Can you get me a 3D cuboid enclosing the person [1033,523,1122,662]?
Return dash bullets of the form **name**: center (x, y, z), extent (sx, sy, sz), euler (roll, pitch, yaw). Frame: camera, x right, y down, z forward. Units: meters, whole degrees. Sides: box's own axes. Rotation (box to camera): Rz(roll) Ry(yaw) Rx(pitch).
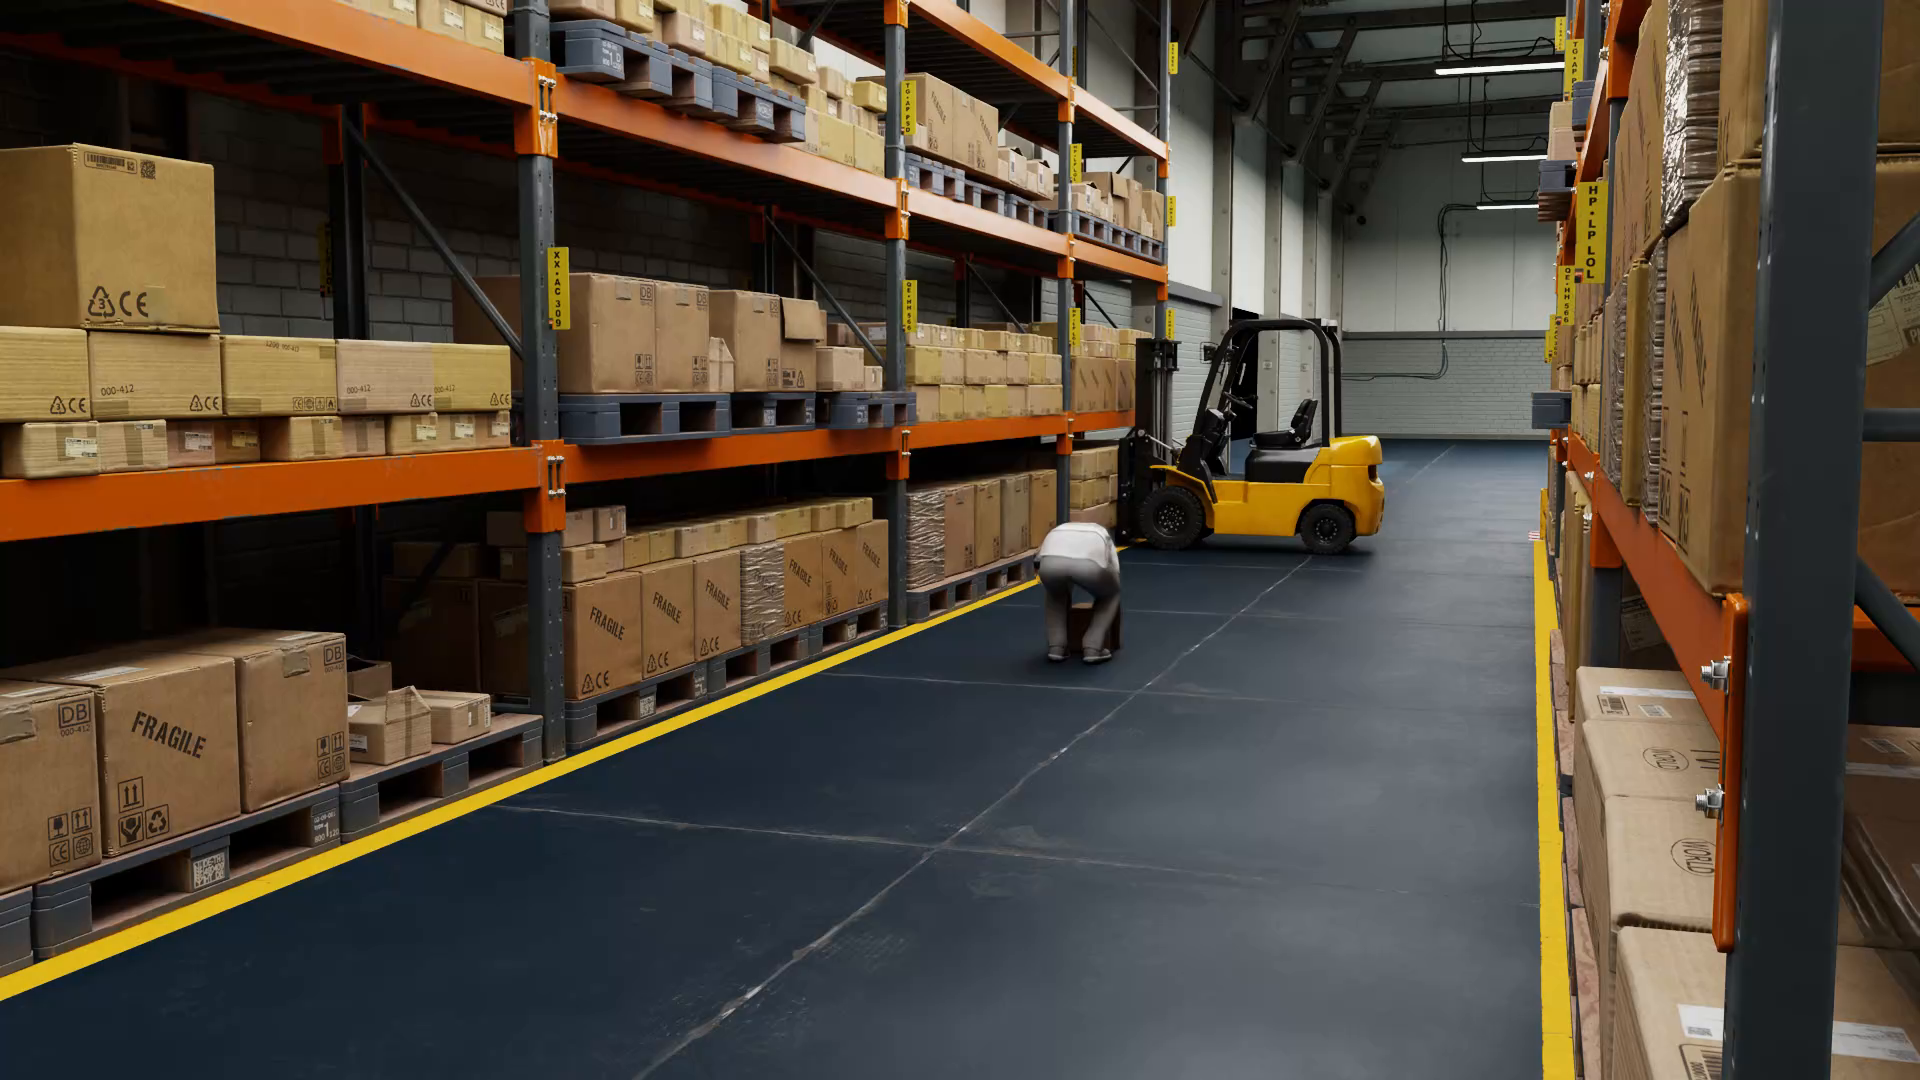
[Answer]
- **person**: center (0.697, 0.296, 9.480), extent (0.445, 0.802, 0.924), euler (2, 6, 17)
